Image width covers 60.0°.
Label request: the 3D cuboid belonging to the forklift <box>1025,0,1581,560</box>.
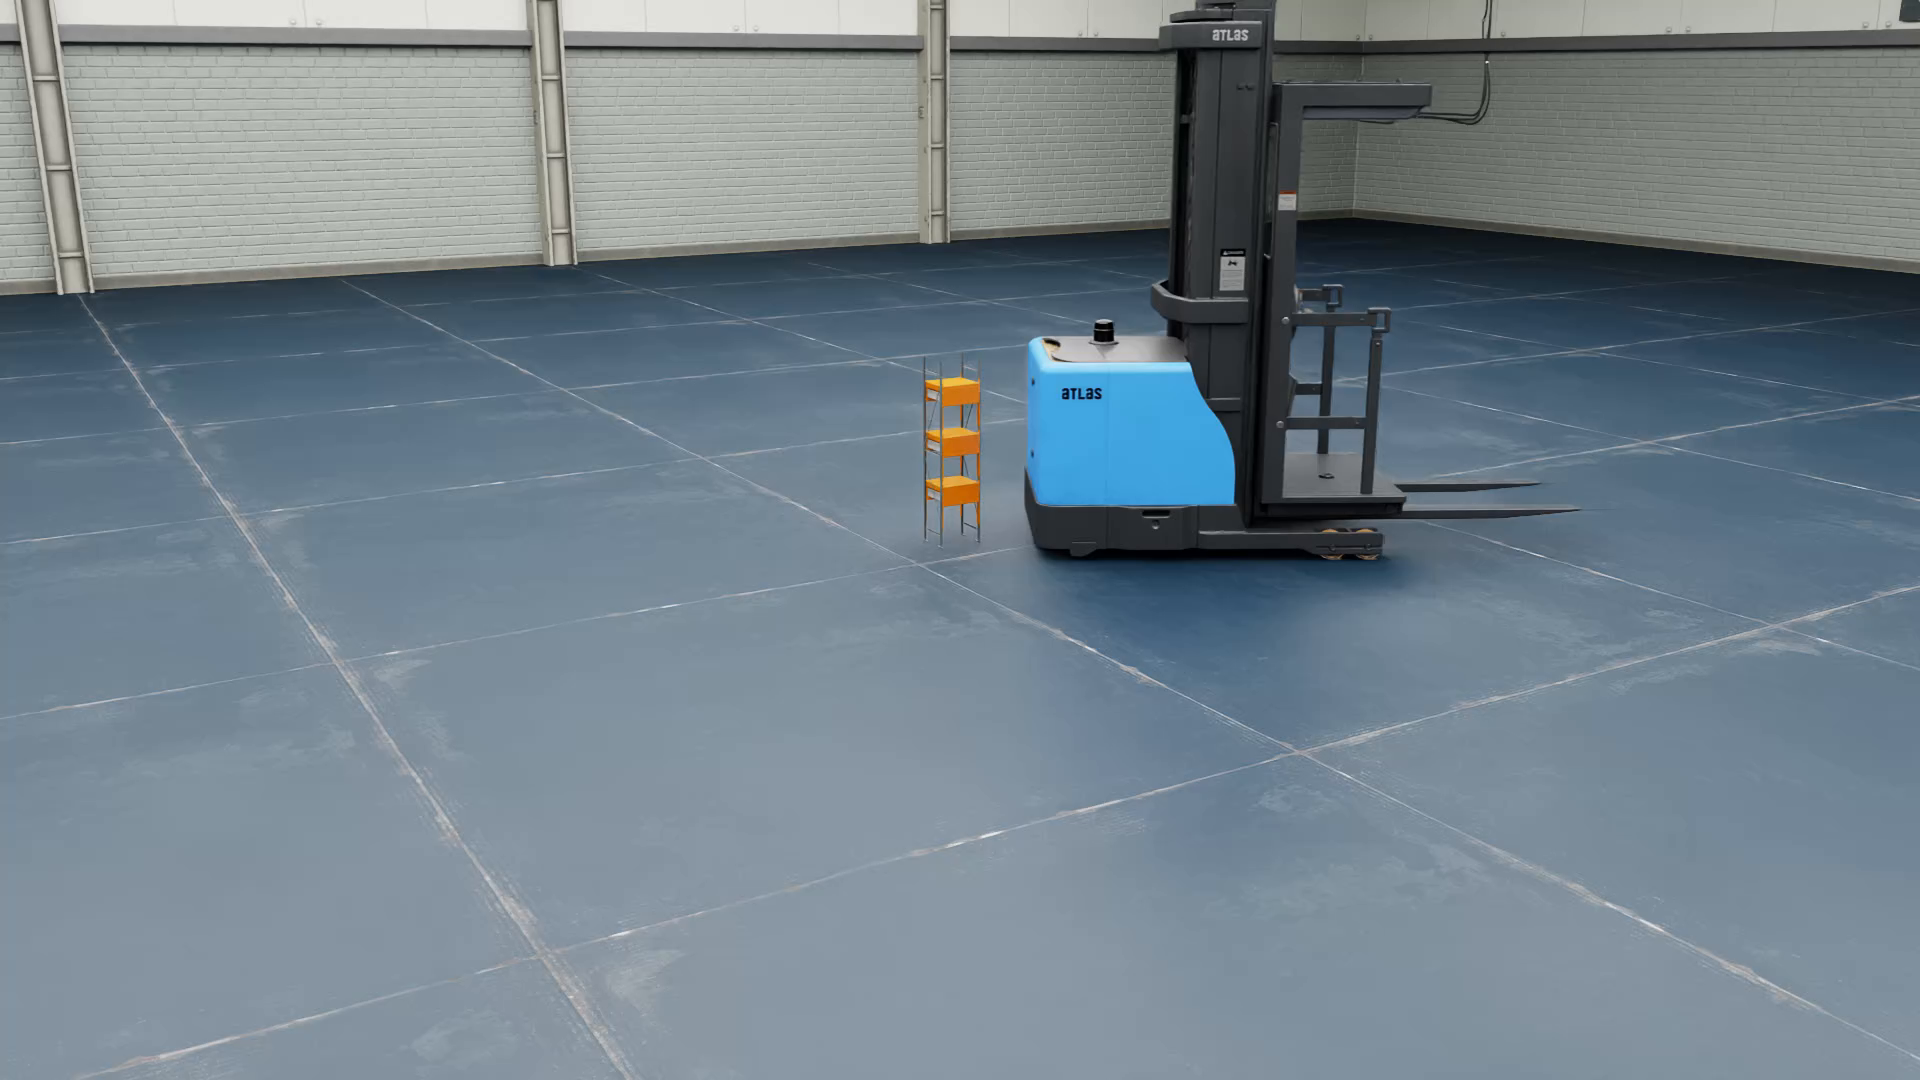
[{"bbox_3d":[1.910,-1.444,9.131,3.031,2.935,1.130,0,16,-2],"label":"forklift"}]

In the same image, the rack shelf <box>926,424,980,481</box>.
[{"bbox_3d":[-0.046,-0.488,9.244,0.240,0.259,0.215,-9,18,-30],"label":"rack shelf"}]

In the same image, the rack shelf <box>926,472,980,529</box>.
[{"bbox_3d":[-0.046,-0.220,9.319,0.240,0.259,0.215,-9,18,-30],"label":"rack shelf"}]

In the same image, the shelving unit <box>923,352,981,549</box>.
[{"bbox_3d":[-0.046,-0.498,9.242,0.252,1.050,0.215,-9,18,-30],"label":"shelving unit"}]

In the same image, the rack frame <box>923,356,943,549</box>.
[{"bbox_3d":[-0.150,-0.481,9.181,0.008,1.050,0.200,-9,18,-30],"label":"rack frame"}]

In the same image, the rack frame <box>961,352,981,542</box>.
[{"bbox_3d":[0.059,-0.515,9.302,0.008,1.050,0.200,-9,18,-30],"label":"rack frame"}]

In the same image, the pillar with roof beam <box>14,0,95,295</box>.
[{"bbox_3d":[-8.469,-6.332,15.325,0.400,9.000,9.100,-9,18,-30],"label":"pillar with roof beam"}]

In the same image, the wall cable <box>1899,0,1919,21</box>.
[{"bbox_3d":[12.826,-9.372,19.871,0.169,6.003,2.305,-9,18,-30],"label":"wall cable"}]

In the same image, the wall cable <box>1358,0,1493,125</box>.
[{"bbox_3d":[7.950,-8.438,28.593,0.112,2.526,3.097,-9,18,-30],"label":"wall cable"}]

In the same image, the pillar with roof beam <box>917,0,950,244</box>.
[{"bbox_3d":[1.818,-8.000,21.276,0.400,9.000,9.100,-9,18,-30],"label":"pillar with roof beam"}]

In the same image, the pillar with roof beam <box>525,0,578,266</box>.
[{"bbox_3d":[-3.325,-7.166,18.301,0.400,9.000,9.100,-9,18,-30],"label":"pillar with roof beam"}]

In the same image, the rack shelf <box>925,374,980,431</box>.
[{"bbox_3d":[-0.046,-0.761,9.168,0.240,0.259,0.215,-9,18,-30],"label":"rack shelf"}]
